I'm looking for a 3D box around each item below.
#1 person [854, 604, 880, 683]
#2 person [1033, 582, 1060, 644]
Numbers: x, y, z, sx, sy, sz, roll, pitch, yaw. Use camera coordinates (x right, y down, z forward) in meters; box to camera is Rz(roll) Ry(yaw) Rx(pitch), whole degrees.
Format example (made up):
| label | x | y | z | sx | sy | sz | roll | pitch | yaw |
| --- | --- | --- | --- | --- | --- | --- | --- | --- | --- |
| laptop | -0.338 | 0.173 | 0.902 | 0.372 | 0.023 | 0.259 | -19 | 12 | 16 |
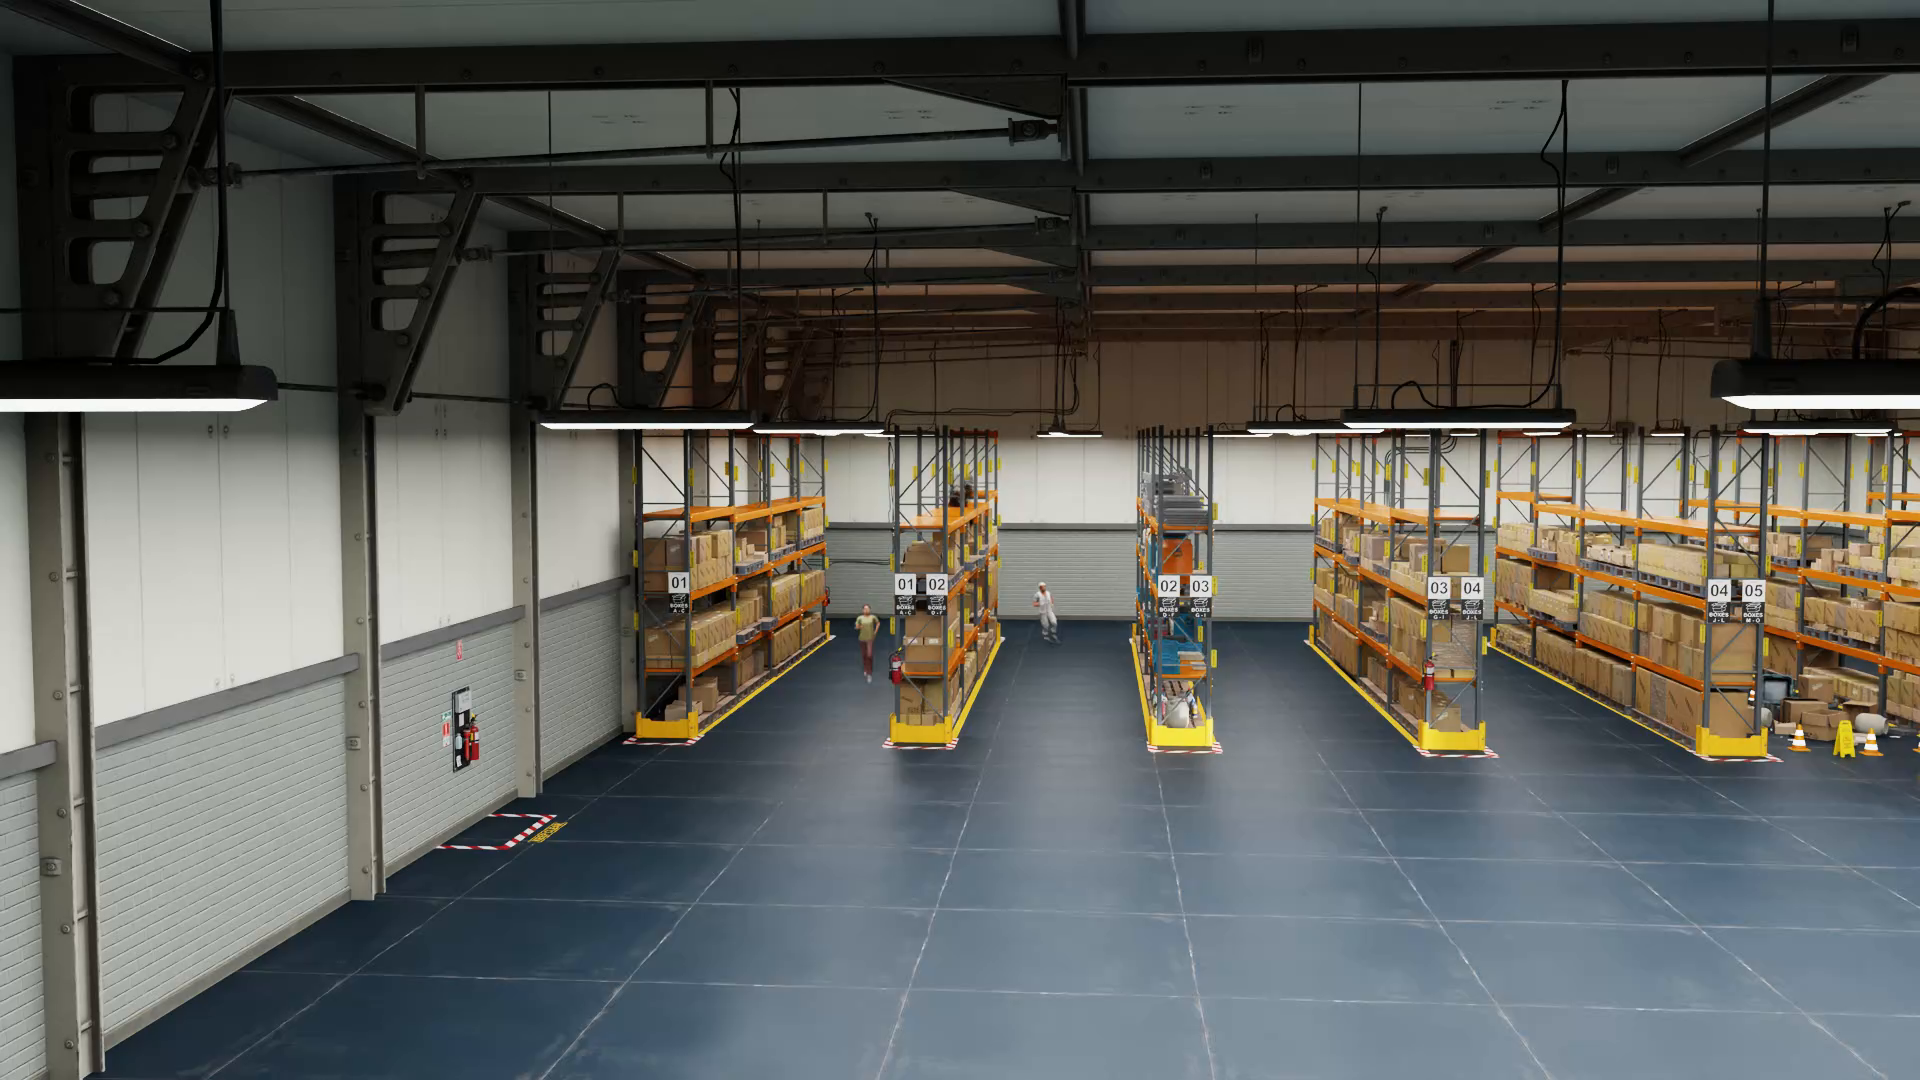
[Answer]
| label | x | y | z | sx | sy | sz | roll | pitch | yaw |
| --- | --- | --- | --- | --- | --- | --- | --- | --- | --- |
| person | -2.123 | 2.333 | 37.883 | 0.559 | 1.765 | 0.673 | 0 | 3 | 3 |
| person | 2.393 | 2.040 | 46.711 | 0.738 | 1.730 | 0.675 | -1 | 4 | -18 |
